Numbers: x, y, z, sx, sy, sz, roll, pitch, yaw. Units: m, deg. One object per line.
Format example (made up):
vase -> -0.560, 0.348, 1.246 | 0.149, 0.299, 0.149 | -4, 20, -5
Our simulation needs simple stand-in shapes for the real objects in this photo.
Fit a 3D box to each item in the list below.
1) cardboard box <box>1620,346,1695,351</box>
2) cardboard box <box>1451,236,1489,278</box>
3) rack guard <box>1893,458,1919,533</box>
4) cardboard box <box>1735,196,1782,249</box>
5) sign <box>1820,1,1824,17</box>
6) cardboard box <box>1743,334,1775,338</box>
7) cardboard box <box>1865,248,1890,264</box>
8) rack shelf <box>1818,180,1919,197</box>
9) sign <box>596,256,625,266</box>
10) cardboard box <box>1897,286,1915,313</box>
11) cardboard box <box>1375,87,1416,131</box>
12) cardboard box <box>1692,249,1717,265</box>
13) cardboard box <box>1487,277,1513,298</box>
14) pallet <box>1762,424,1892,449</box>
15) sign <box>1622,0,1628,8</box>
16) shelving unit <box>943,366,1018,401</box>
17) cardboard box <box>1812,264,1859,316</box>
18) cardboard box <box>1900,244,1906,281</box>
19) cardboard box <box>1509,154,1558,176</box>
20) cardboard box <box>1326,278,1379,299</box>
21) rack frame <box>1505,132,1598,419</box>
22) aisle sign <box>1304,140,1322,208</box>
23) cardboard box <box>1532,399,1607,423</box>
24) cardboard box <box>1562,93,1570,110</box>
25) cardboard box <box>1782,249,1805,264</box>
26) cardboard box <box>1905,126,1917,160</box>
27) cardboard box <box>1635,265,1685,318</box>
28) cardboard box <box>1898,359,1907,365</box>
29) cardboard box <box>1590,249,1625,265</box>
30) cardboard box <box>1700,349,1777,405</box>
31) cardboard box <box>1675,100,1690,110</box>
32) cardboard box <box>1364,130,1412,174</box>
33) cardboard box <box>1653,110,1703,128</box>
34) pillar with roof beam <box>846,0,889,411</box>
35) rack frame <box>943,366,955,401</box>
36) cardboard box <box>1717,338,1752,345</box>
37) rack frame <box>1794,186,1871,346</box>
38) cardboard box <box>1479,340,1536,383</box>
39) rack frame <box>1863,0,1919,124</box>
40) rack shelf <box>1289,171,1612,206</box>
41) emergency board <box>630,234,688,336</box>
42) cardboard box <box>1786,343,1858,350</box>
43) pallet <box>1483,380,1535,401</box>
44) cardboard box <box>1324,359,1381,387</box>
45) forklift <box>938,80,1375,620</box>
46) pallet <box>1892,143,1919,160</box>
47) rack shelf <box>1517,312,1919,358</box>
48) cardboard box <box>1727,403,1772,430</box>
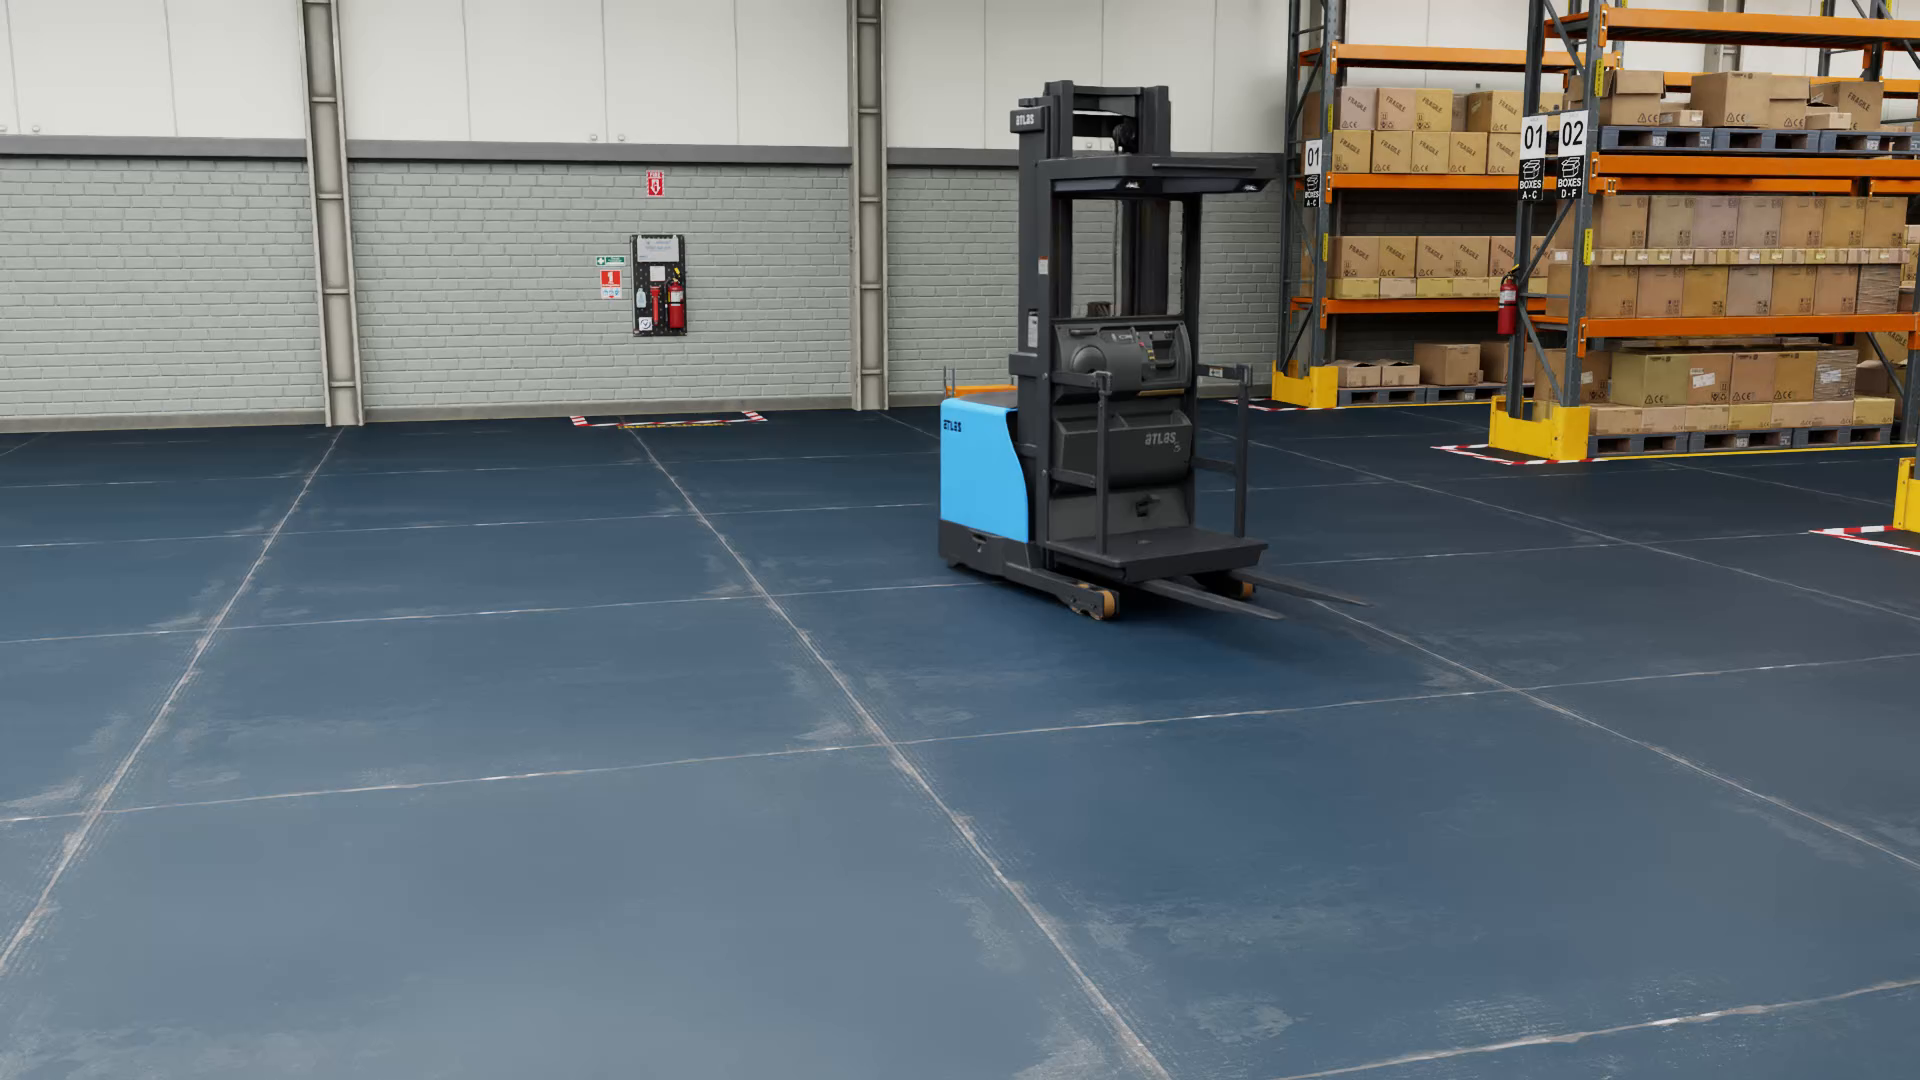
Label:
cardboard box -> 7.012, -1.682, 16.761 | 0.500, 0.500, 0.500 | -3, 11, -16
cardboard box -> 6.246, -3.541, 20.784 | 0.500, 0.500, 0.500 | -3, 11, -14
rack guard -> 7.065, -0.248, 11.514 | 0.348, 0.500, 1.175 | -3, 11, -16
cardboard box -> 7.595, -3.117, 16.332 | 0.500, 0.500, 0.700 | -3, 11, -16
sign -> 11.759, -7.177, 22.658 | 0.005, 0.325, 0.100 | -3, 11, -16
cardboard box -> 10.676, -2.885, 22.551 | 0.500, 0.250, 0.500 | -3, 11, -15
cardboard box -> 9.026, -2.834, 16.590 | 0.250, 0.149, 0.380 | -3, 11, -17
rack shelf -> 13.838, -4.815, 23.120 | 4.000, 0.370, 1.077 | -3, 11, -16
sign -> -4.030, -3.218, 19.181 | 0.331, 0.109, 0.001 | -3, 11, -16
cardboard box -> 9.926, -2.488, 17.191 | 0.500, 0.250, 0.500 | -2, 11, -12
cardboard box -> 5.170, -5.208, 20.171 | 0.500, 0.500, 0.500 | -3, 11, -17
cardboard box -> 7.052, -2.730, 16.023 | 0.250, 0.149, 0.380 | -3, 11, -18
cardboard box -> 6.748, -3.198, 20.990 | 0.500, 0.250, 0.500 | -3, 11, -16
pallet -> 8.690, -1.125, 17.074 | 1.213, 0.211, 1.003 | -3, 11, -16
sign -> 8.211, -6.744, 20.525 | 0.005, 0.325, 0.100 | -3, 11, -16
shelving unit -> 0.159, -0.598, 11.483 | 0.503, 1.200, 0.258 | -3, 11, -16
cardboard box -> 8.536, -2.527, 16.712 | 0.500, 0.500, 0.700 | -3, 11, -17
cardboard box -> 12.456, -3.778, 22.631 | 0.500, 0.500, 0.500 | -3, 11, -14
cardboard box -> 7.172, -4.833, 20.895 | 0.500, 0.500, 0.500 | -4, 11, -21
cardboard box -> 4.794, -3.093, 20.424 | 0.500, 0.250, 0.500 | -3, 11, -18
rack frame -> 5.625, -2.327, 15.901 | 0.127, 3.000, 1.000 | -3, 11, -16
aisle sign -> 4.251, -4.410, 20.039 | 0.004, 0.787, 0.394 | -3, 11, -16
cardboard box -> 6.057, -1.260, 16.538 | 0.500, 0.250, 0.500 | -3, 11, -16
cardboard box -> 7.672, -5.344, 20.910 | 0.500, 0.500, 0.500 | -4, 11, -21
cardboard box -> 8.044, -2.782, 16.308 | 0.250, 0.149, 0.380 | -3, 11, -14
cardboard box -> 12.861, -5.404, 22.839 | 0.500, 0.500, 0.700 | -4, 11, -19
cardboard box -> 6.579, -2.425, 16.157 | 0.500, 0.500, 0.700 | -3, 11, -14
cardboard box -> 10.272, -1.757, 17.692 | 0.500, 0.311, 0.500 | -3, 11, -14
cardboard box -> 6.062, -2.677, 15.738 | 0.250, 0.149, 0.380 | -3, 11, -16
cardboard box -> 7.643, -1.614, 16.391 | 0.500, 0.500, 0.500 | -3, 11, -16
cardboard box -> 7.190, -4.166, 16.305 | 0.500, 0.311, 0.500 | -2, 11, -9
cardboard box -> 5.153, -4.716, 20.265 | 0.500, 0.500, 0.500 | -2, 11, -12
cardboard box -> 6.803, -3.983, 15.758 | 0.250, 0.149, 0.380 | -3, 11, -16
pillar with roof beam -> 0.109, -5.272, 15.329 | 0.400, 9.000, 9.100 | -3, 11, -16
rack frame -> -0.075, -0.586, 11.416 | 0.015, 1.200, 0.240 | -3, 11, -16
cardboard box -> 10.245, -2.498, 22.521 | 0.500, 0.500, 0.700 | -3, 11, -16
rack frame -> 11.918, -3.593, 22.777 | 0.127, 3.000, 1.000 | -3, 11, -16
cardboard box -> 7.092, -2.318, 21.540 | 0.500, 0.500, 0.500 | -4, 11, -20
rack frame -> 9.465, -5.480, 16.457 | 0.127, 3.000, 1.000 | -3, 11, -16
rack shelf -> 6.157, -4.410, 20.921 | 4.000, 0.370, 1.077 | -3, 11, -16
emergency board -> -3.477, -2.952, 19.294 | 0.643, 1.169, 0.194 | -3, 11, -16
cardboard box -> 8.932, -1.783, 17.312 | 0.500, 0.500, 0.500 | -3, 11, -16
pallet -> 7.442, -1.979, 21.711 | 1.213, 0.211, 1.003 | -3, 11, -16
cardboard box -> 4.926, -2.101, 20.886 | 0.500, 0.311, 0.500 | -4, 11, -22
forklift -> 1.060, -1.098, 9.416 | 1.130, 2.935, 3.031 | -6, 12, -31
pallet -> 10.308, -3.957, 17.001 | 1.217, 0.209, 0.805 | -3, 11, -18
rack shelf -> 7.545, -2.074, 16.516 | 4.000, 0.370, 1.077 | -3, 11, -16
cardboard box -> 7.642, -1.245, 16.460 | 0.500, 0.250, 0.500 | -3, 11, -16
